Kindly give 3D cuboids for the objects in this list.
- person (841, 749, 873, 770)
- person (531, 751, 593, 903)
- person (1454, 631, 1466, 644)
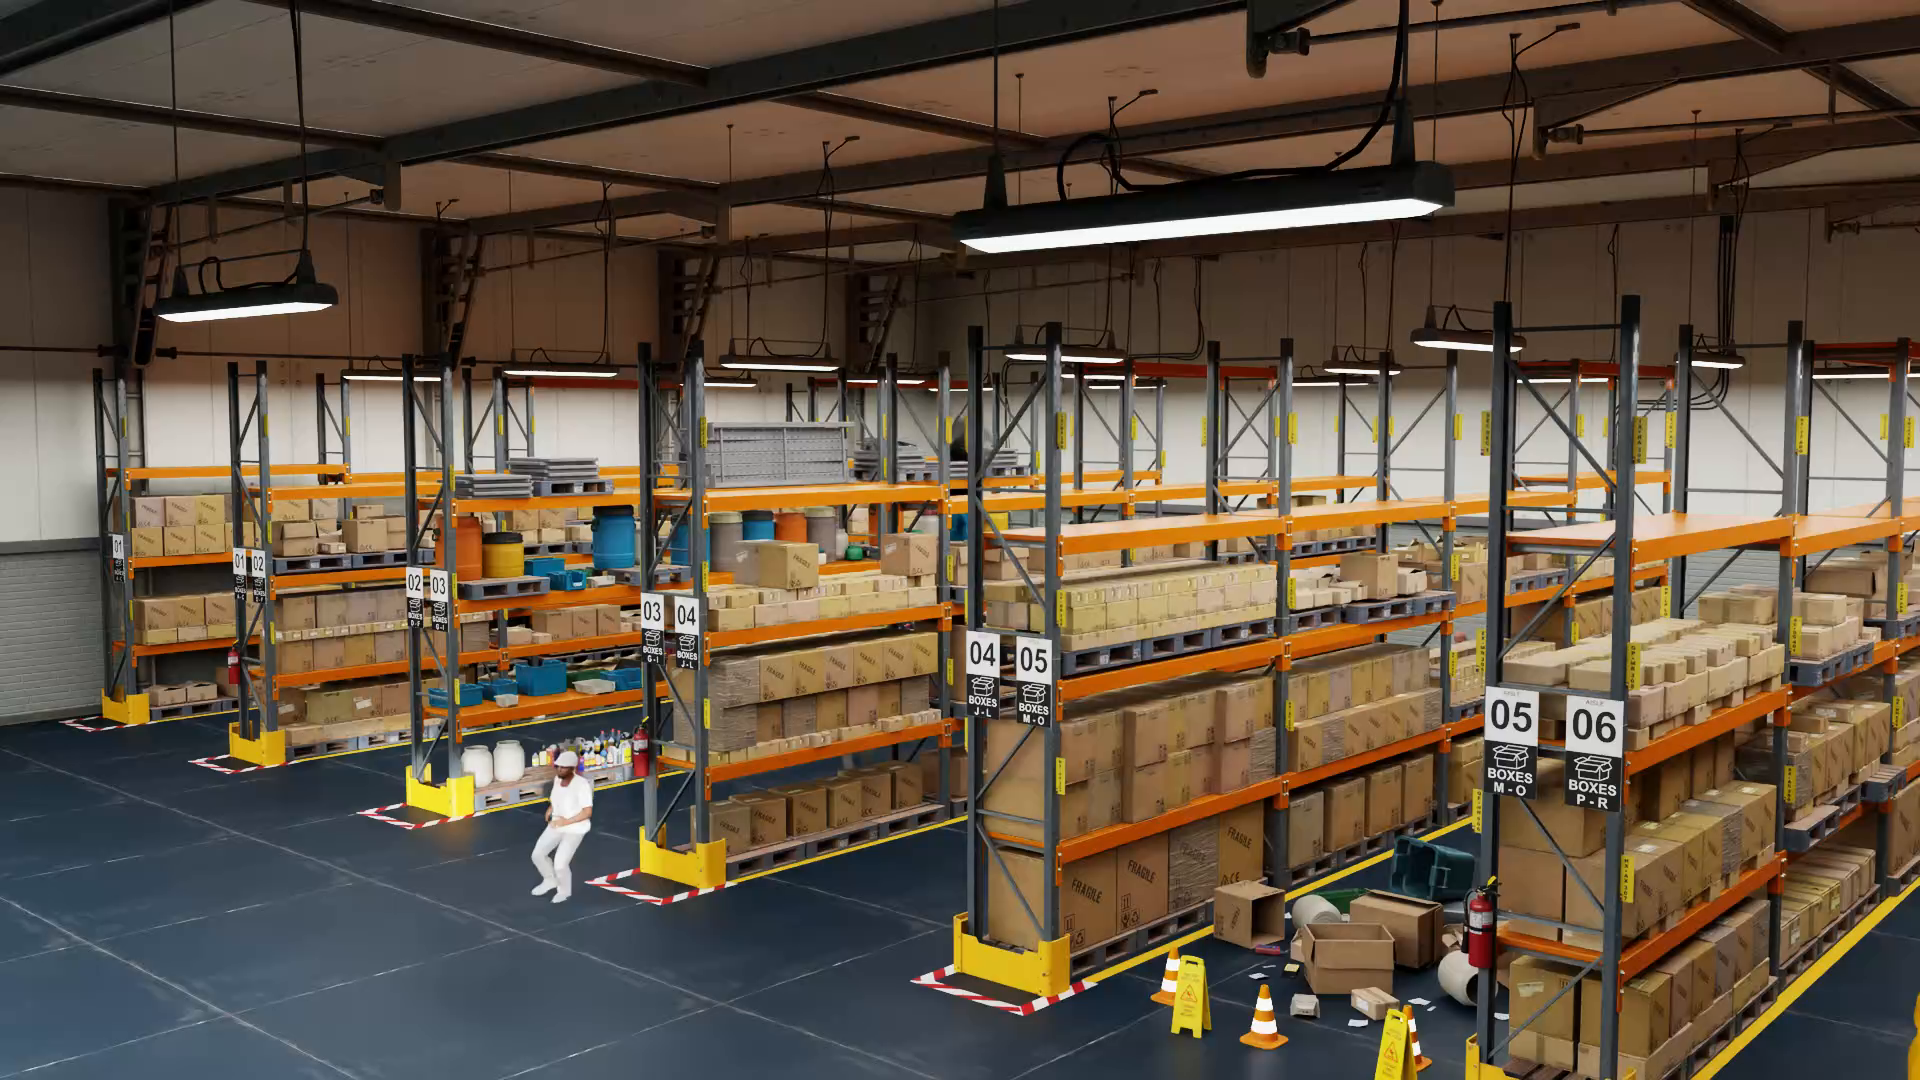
[{"bbox_3d":[-1.479,2.611,23.660,0.683,1.597,0.721,-2,4,-20],"label":"person"},{"bbox_3d":[-4.233,3.059,17.622,0.876,1.683,0.697,2,5,25],"label":"person"},{"bbox_3d":[8.046,2.346,26.721,0.831,1.774,0.637,-4,6,-42],"label":"person"}]
